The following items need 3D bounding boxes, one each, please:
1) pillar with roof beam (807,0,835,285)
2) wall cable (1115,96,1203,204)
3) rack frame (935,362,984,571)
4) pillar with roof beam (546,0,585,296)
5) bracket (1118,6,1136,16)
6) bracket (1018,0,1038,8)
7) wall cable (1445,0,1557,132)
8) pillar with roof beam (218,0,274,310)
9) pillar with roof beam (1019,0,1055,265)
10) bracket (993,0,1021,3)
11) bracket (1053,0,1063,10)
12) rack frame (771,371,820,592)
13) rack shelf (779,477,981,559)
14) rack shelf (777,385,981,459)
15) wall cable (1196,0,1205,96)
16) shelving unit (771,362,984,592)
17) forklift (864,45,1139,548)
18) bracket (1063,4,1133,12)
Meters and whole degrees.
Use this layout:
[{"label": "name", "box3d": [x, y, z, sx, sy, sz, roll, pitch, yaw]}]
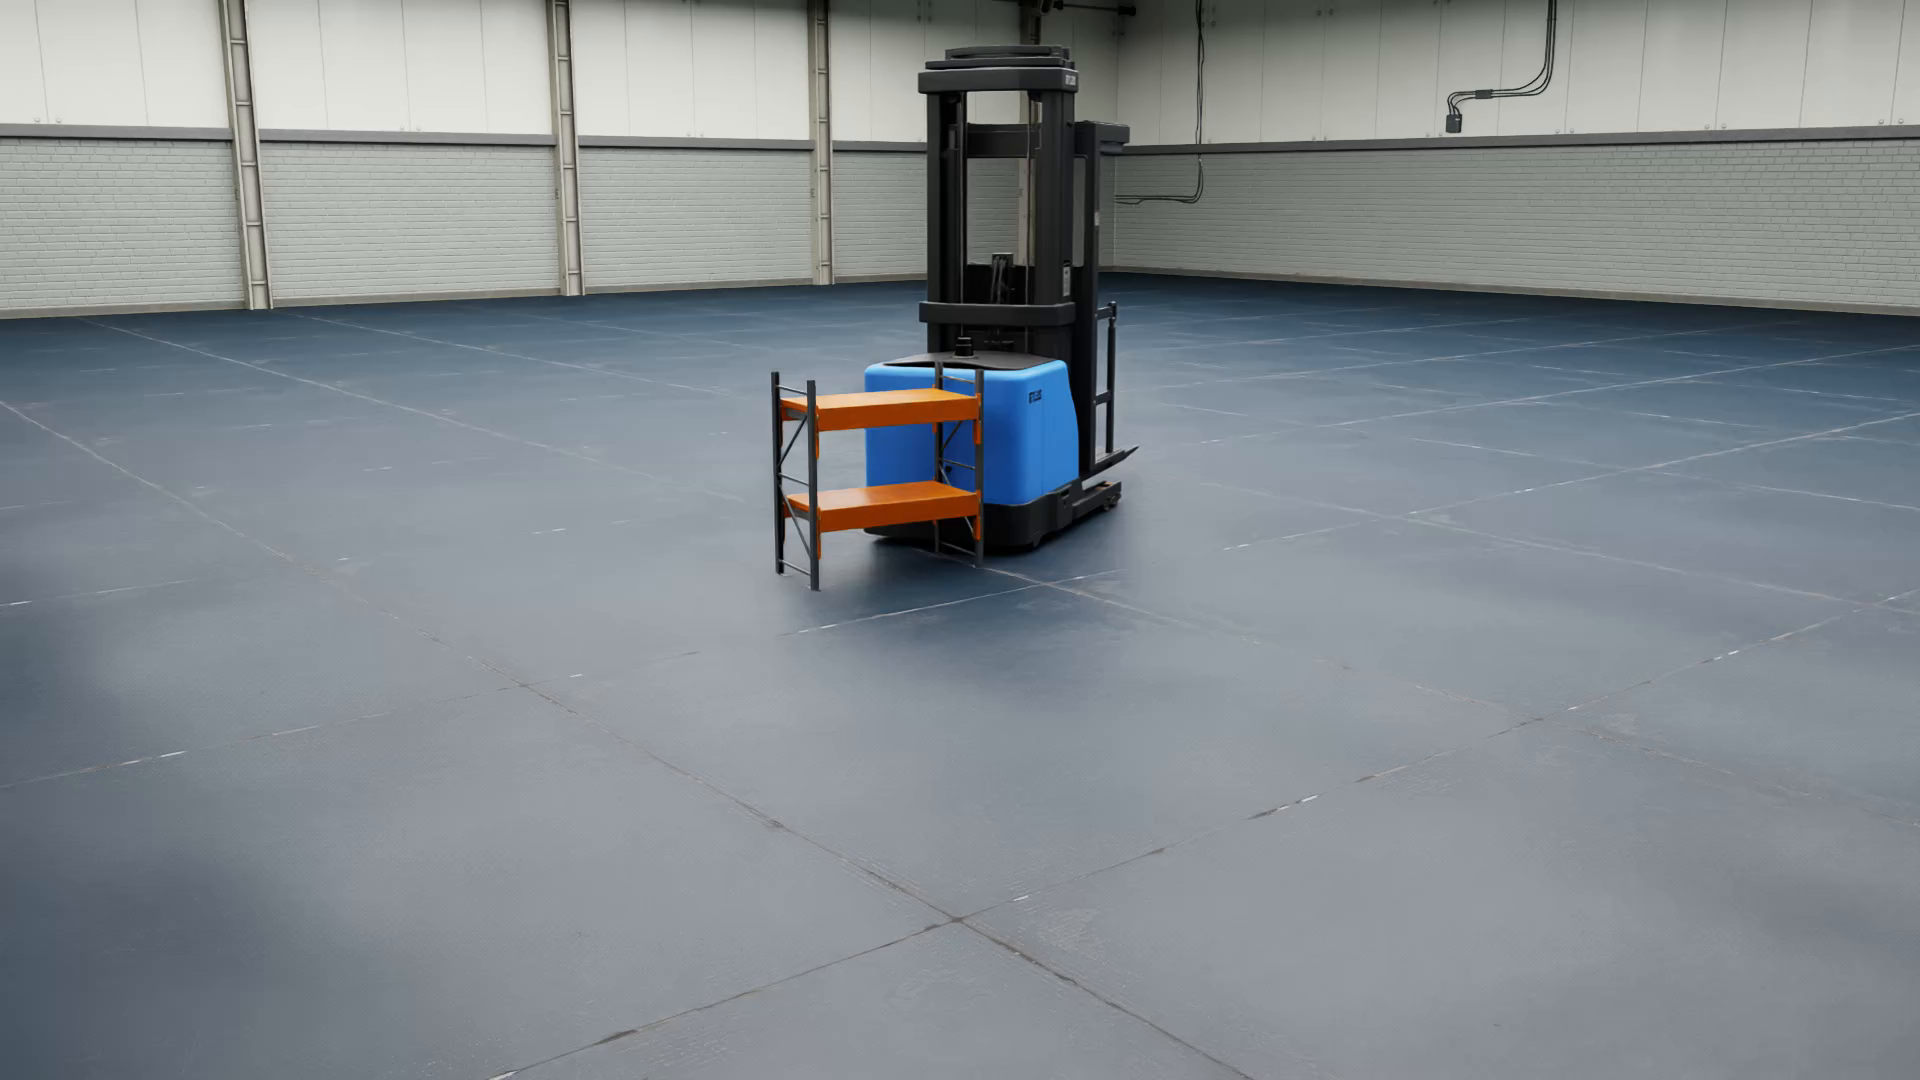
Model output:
[{"label": "pillar with roof beam", "box3d": [-0.329, -9.354, 32.515, 0.548, 9.000, 9.100, -9, 15, -38]}, {"label": "wall cable", "box3d": [4.793, -9.480, 40.583, 0.112, 2.526, 3.097, -9, 15, -38]}, {"label": "rack frame", "box3d": [-0.007, -0.425, 9.422, 0.032, 1.125, 0.500, -7, 14, -29]}, {"label": "pillar with roof beam", "box3d": [-5.015, -8.575, 28.849, 0.400, 9.000, 9.100, -9, 15, -38]}, {"label": "bracket", "box3d": [4.063, -12.895, 40.527, 0.430, 0.232, 0.235, -9, 15, -38]}, {"label": "bracket", "box3d": [1.564, -12.480, 38.571, 0.430, 0.232, 0.235, -9, 15, -38]}, {"label": "wall cable", "box3d": [10.711, -11.120, 32.646, 0.169, 6.003, 2.305, -9, 15, -38]}, {"label": "pillar with roof beam", "box3d": [-9.700, -7.797, 25.182, 0.400, 9.000, 9.100, -9, 15, -38]}, {"label": "pillar with roof beam", "box3d": [4.356, -10.132, 36.182, 0.548, 9.000, 9.100, -9, 15, -38]}, {"label": "bracket", "box3d": [-0.448, -12.146, 36.997, 4.783, 0.066, 0.076, -9, 15, -38]}, {"label": "bracket", "box3d": [2.212, -12.588, 39.079, 0.430, 0.232, 0.235, -9, 15, -38]}, {"label": "rack frame", "box3d": [-0.885, -0.319, 8.922, 0.032, 1.125, 0.500, -7, 14, -29]}, {"label": "rack shelf", "box3d": [-0.446, -0.133, 9.223, 1.000, 0.278, 0.538, -7, 14, -29]}, {"label": "rack shelf", "box3d": [-0.446, -0.658, 9.111, 1.000, 0.278, 0.538, -7, 14, -29]}, {"label": "wall cable", "box3d": [6.483, -11.511, 37.992, 0.112, 2.526, 3.097, -9, 15, -38]}, {"label": "shelving unit", "box3d": [-0.446, -0.372, 9.172, 1.048, 1.125, 0.538, -7, 14, -29]}, {"label": "forklift", "box3d": [0.445, -1.653, 10.859, 1.130, 2.935, 3.031, 5, 13, 22]}, {"label": "bracket", "box3d": [3.602, -12.819, 40.166, 3.189, 0.066, 0.076, -9, 15, -38]}]
